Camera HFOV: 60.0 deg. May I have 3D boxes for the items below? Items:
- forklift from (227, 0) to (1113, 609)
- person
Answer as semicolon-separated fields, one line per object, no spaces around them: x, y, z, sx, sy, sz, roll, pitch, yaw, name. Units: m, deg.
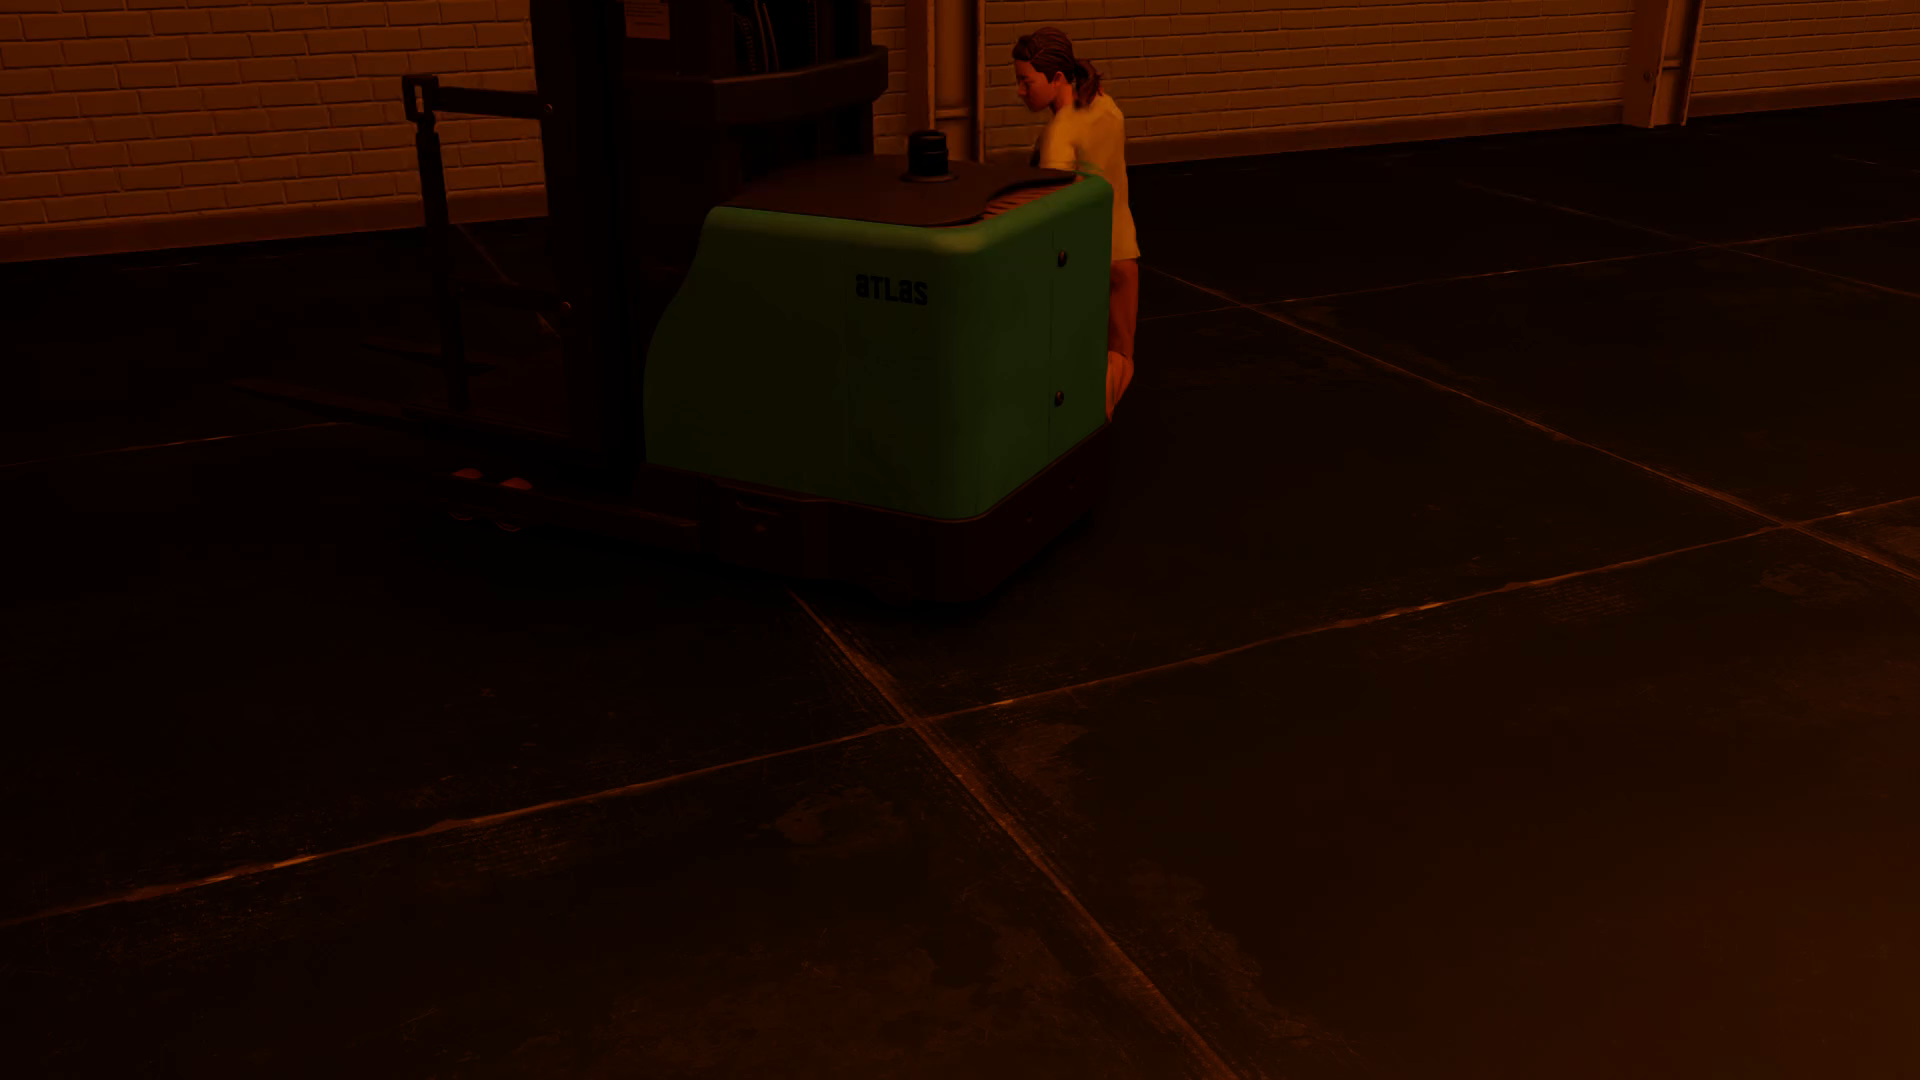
-1.082;-1.545;5.005;3.031;2.935;1.130;11;25;25;forklift
0.361;-0.995;5.693;0.564;1.453;0.867;-6;23;-14;person
